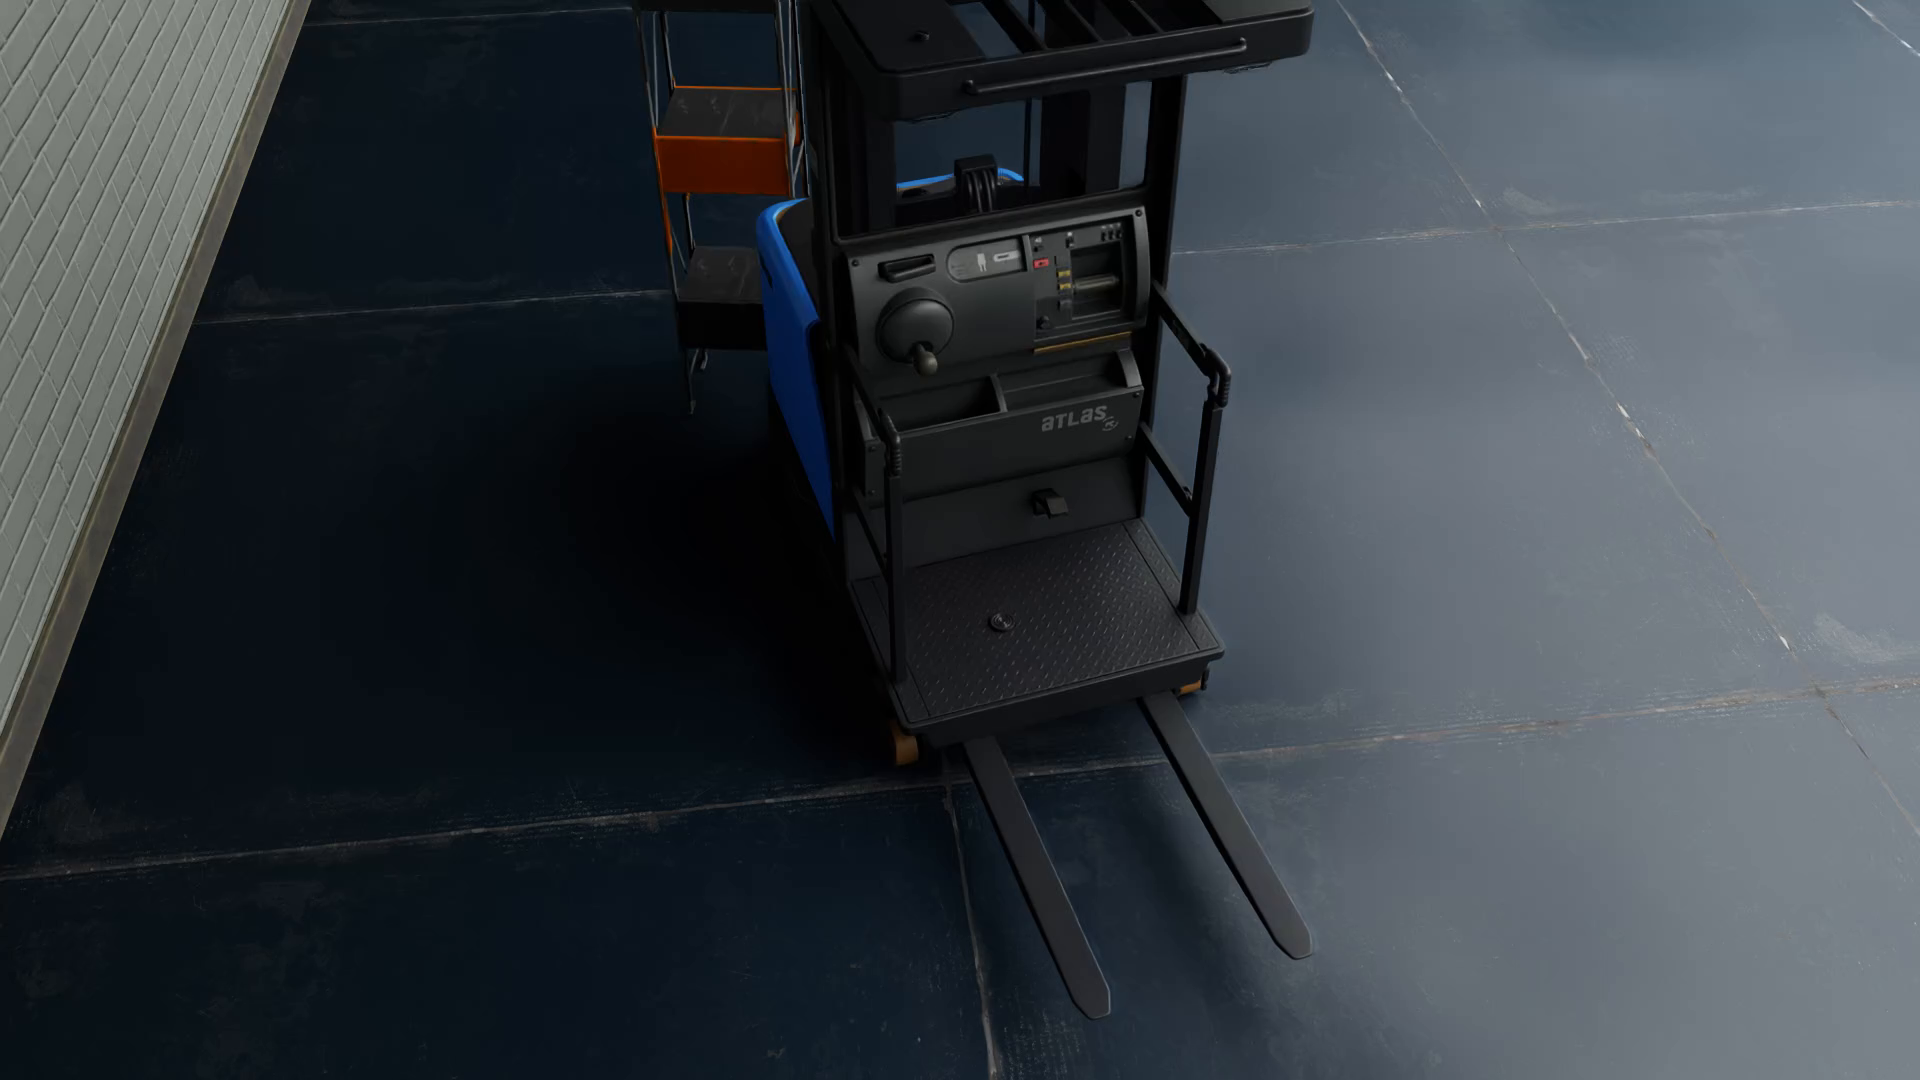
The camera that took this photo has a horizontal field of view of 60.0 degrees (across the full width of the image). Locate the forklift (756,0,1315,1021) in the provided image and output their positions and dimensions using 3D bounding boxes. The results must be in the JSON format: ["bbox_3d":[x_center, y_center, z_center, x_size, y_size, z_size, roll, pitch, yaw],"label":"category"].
[{"bbox_3d":[0.194,-0.661,4.795,1.130,2.935,3.031,-12,44,-13],"label":"forklift"}]

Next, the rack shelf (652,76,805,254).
[{"bbox_3d":[-0.853,-1.405,6.260,0.480,0.518,0.431,2,42,2],"label":"rack shelf"}]

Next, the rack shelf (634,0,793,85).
[{"bbox_3d":[-0.853,-1.925,5.792,0.480,0.518,0.431,2,42,2],"label":"rack shelf"}]

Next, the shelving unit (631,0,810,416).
[{"bbox_3d":[-0.853,-1.415,6.251,0.503,2.100,0.431,2,42,2],"label":"shelving unit"}]

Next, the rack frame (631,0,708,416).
[{"bbox_3d":[-1.097,-1.423,6.260,0.015,2.100,0.400,2,42,2],"label":"rack frame"}]

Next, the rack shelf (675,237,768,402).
[{"bbox_3d":[-0.853,-0.885,6.729,0.480,0.518,0.431,2,42,2],"label":"rack shelf"}]

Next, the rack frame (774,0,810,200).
[{"bbox_3d":[-0.609,-1.407,6.243,0.015,2.100,0.400,2,42,2],"label":"rack frame"}]
